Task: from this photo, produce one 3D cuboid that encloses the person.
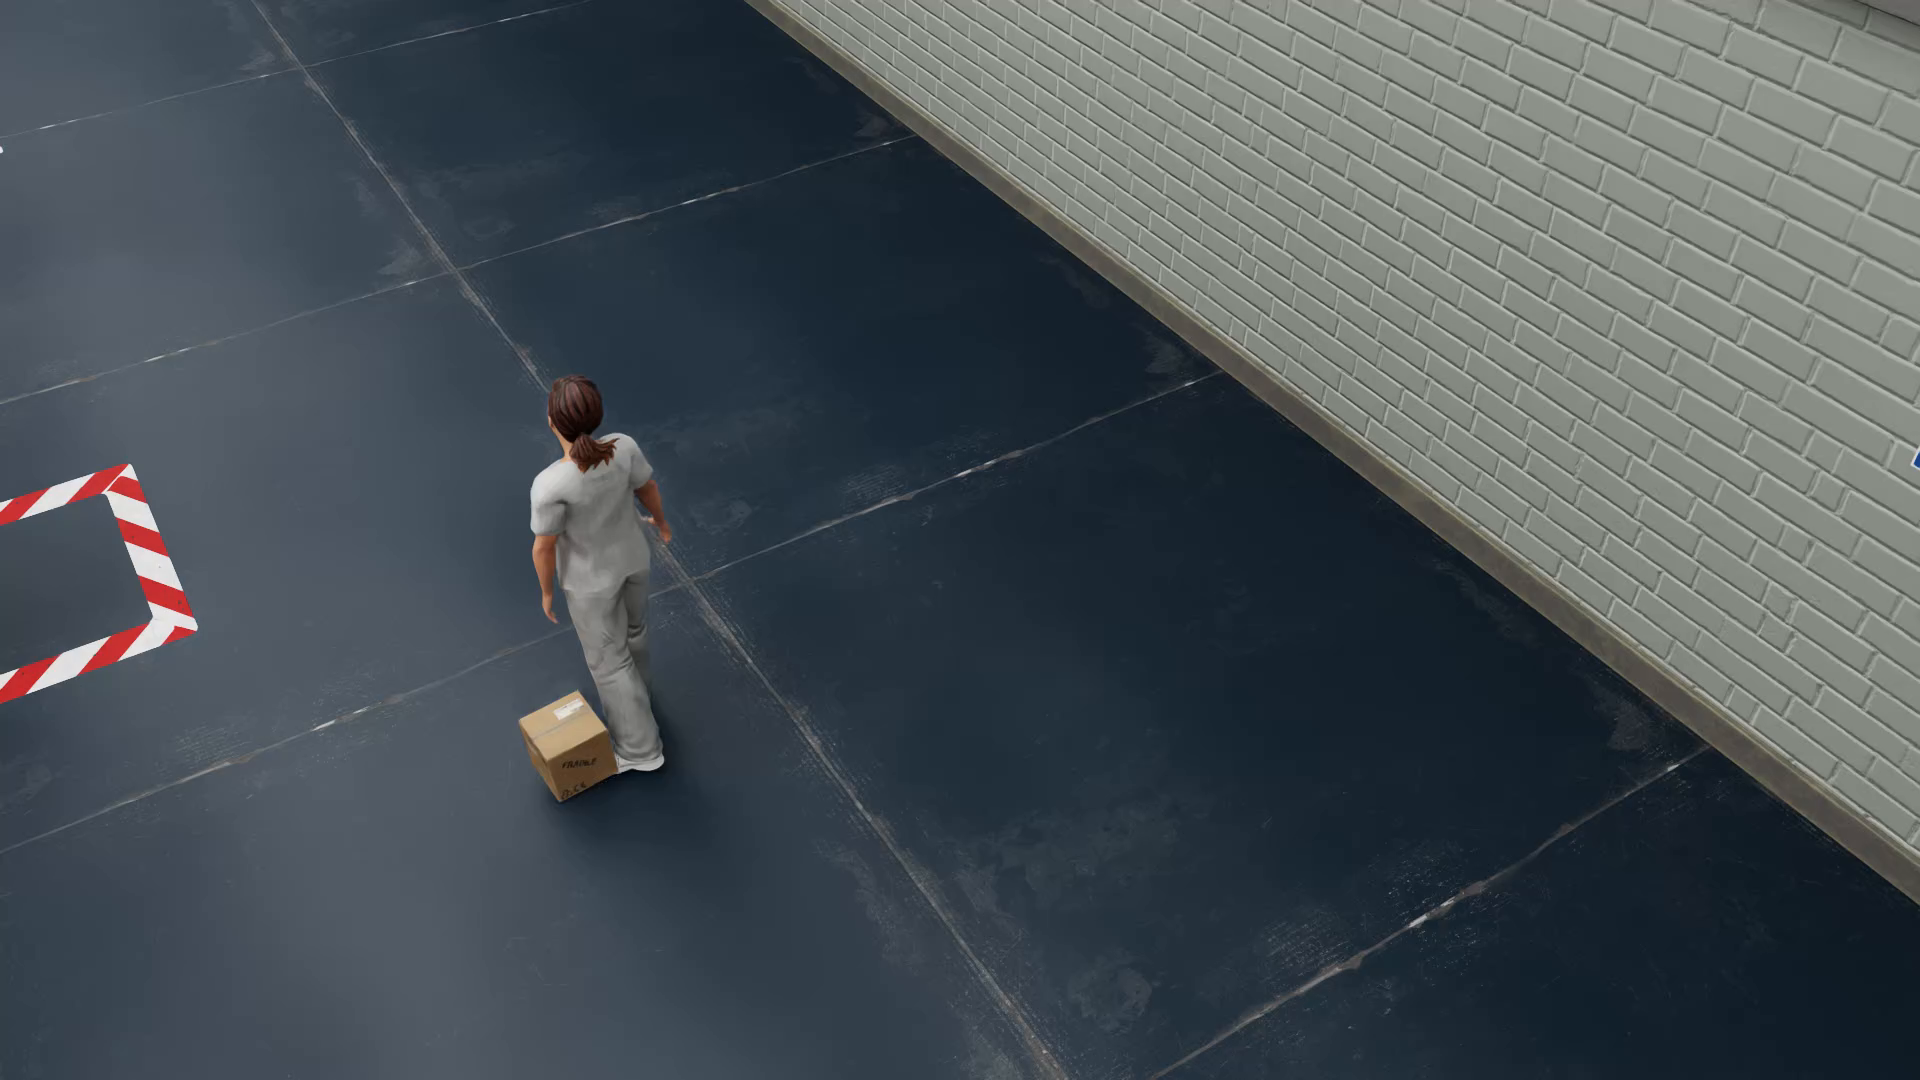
[{"bbox_3d":[-1.298,0.074,6.055,0.615,1.664,0.614,30,49,30],"label":"person"}]
